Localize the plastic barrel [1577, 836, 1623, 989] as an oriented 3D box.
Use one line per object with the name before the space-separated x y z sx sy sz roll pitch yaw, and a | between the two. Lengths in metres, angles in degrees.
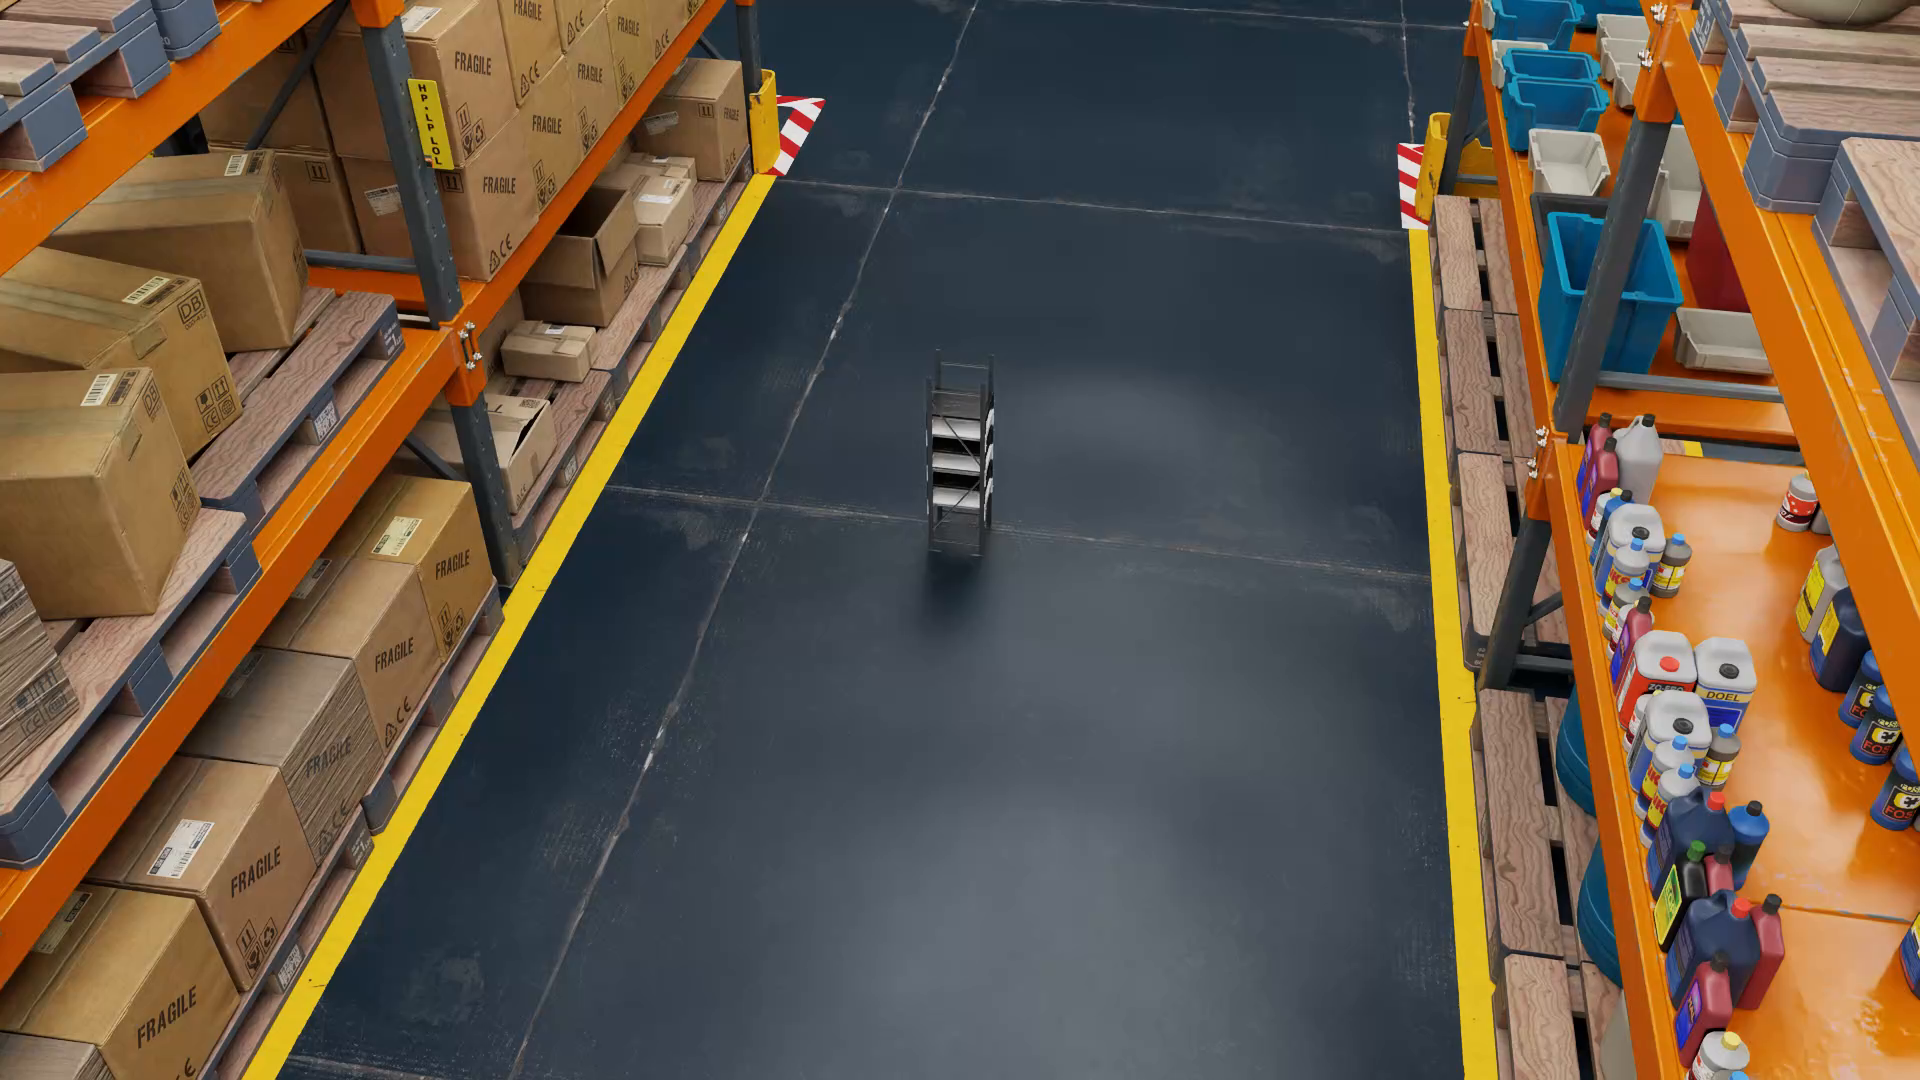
plastic barrel | 2.281 0.942 5.074 0.600 0.901 0.708 6 40 8

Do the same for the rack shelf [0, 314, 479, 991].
rack shelf | -2.709 0.495 4.862 1.077 0.370 4.000 6 40 8

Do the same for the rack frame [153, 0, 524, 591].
rack frame | -2.363 -1.037 6.151 1.000 3.000 0.127 6 40 8

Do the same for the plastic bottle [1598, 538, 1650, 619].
plastic bottle | 1.949 0.109 4.866 0.097 0.271 0.097 0 40 0

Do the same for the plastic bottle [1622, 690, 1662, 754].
plastic bottle | 1.852 0.487 4.463 0.097 0.201 0.097 0 40 0

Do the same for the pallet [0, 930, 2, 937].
pallet | -3.007 1.114 3.699 1.213 0.211 1.003 6 40 8

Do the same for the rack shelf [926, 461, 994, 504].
rack shelf | 0.001 -0.257 7.048 0.258 0.077 0.200 6 40 8

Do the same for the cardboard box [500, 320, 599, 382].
cardboard box | -1.938 -0.899 7.861 0.380 0.166 0.250 6 40 8

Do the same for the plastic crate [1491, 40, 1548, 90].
plastic crate | 2.585 -2.184 7.698 0.250 0.136 0.298 6 40 8

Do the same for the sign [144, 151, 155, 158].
sign | -2.899 -1.426 5.941 0.100 0.325 0.005 6 40 8

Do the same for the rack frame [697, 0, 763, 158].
rack frame | -1.671 -3.548 9.187 1.000 3.000 0.127 6 40 8

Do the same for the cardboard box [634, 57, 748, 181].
cardboard box | -1.523 -2.386 9.398 0.500 0.500 0.500 6 40 8

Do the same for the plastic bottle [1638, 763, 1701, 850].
plastic bottle | 1.795 0.667 4.191 0.097 0.271 0.097 0 40 0

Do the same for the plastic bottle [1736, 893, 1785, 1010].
plastic bottle | 1.844 0.948 3.841 0.061 0.283 0.133 6 40 8

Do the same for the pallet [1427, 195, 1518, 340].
pallet | 3.026 -1.411 8.791 1.003 0.211 1.213 6 40 8

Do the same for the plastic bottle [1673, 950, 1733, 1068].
plastic bottle | 1.670 1.048 3.720 0.061 0.283 0.133 6 40 8

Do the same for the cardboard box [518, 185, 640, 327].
cardboard box | -2.043 -1.424 8.233 0.797 0.503 0.637 6 40 8

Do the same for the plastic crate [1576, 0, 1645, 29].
plastic crate | 3.333 -2.805 8.214 0.616 0.435 0.499 6 40 8

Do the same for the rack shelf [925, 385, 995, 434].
rack shelf | 0.001 -0.534 6.819 0.258 0.077 0.200 6 40 8

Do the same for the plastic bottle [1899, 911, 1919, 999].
plastic bottle | 2.314 0.902 3.844 0.144 0.351 0.185 6 40 8

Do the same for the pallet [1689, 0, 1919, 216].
pallet | 2.475 -1.069 3.984 1.213 0.211 1.003 6 40 8

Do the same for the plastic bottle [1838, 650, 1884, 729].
plastic bottle | 2.488 0.387 4.528 0.097 0.271 0.097 0 40 0

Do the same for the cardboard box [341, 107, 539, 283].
cardboard box | -2.007 -1.366 6.469 0.500 0.500 0.500 7 40 9

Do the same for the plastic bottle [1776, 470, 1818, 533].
plastic bottle | 2.639 -0.131 5.211 0.097 0.201 0.097 0 40 0

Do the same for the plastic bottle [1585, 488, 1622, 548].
plastic bottle | 2.006 -0.071 5.138 0.097 0.201 0.097 0 40 0

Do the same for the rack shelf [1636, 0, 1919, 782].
rack shelf | 2.169 -0.112 3.243 1.077 0.370 4.000 6 40 8

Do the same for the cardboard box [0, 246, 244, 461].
cardboard box | -2.722 -0.527 5.125 0.700 0.500 0.500 12 41 15

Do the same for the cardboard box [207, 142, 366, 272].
cardboard box | -2.530 -1.418 6.533 0.500 0.500 0.500 7 40 8

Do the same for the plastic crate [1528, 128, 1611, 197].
plastic crate | 2.520 -1.536 6.914 0.293 0.136 0.466 6 40 8

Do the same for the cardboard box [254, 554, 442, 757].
cardboard box | -2.260 0.407 6.020 0.500 0.500 0.500 7 40 8

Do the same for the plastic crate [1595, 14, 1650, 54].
plastic crate | 3.244 -2.389 7.945 0.396 0.136 0.243 6 40 8

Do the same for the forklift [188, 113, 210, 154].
forklift | -4.428 -2.667 8.176 1.130 2.935 3.031 9 40 10

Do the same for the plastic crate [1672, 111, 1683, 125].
plastic crate | 3.104 -1.641 6.965 0.416 0.233 0.300 6 40 8

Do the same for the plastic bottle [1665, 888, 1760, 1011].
plastic bottle | 1.739 0.927 3.813 0.144 0.351 0.185 6 40 8

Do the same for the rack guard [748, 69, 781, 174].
rack guard | -1.684 -2.537 9.926 1.175 0.500 0.348 6 40 8

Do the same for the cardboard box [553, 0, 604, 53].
cardboard box | -1.826 -2.372 6.902 0.500 0.500 0.500 5 40 6

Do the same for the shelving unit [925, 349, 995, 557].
shelving unit | 0.001 -0.352 6.969 0.258 0.900 0.210 6 40 8

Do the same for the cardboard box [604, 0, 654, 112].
cardboard box | -1.746 -2.320 7.624 0.500 0.500 0.500 6 40 7

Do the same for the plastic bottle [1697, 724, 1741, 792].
plastic bottle | 1.985 0.565 4.369 0.097 0.201 0.097 0 40 0

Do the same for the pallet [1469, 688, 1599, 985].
pallet | 2.340 1.065 5.796 1.003 0.211 1.213 6 40 8

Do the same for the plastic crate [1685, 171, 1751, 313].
plastic crate | 2.916 -1.069 6.092 0.402 0.464 0.583 6 40 8

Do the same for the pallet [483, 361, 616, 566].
pallet | -2.244 -0.394 7.560 1.003 0.211 1.213 6 40 8

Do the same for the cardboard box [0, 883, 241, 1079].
cardboard box | -2.518 1.369 4.856 0.500 0.500 0.500 6 40 7

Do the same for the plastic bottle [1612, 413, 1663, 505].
plastic bottle | 2.128 -0.259 5.248 0.144 0.351 0.185 6 40 8

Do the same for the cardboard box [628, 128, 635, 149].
cardboard box | -2.082 -2.394 9.683 0.380 0.149 0.250 6 40 8

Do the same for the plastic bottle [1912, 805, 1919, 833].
plastic bottle | 2.551 0.618 4.246 0.152 0.276 0.135 6 40 8
